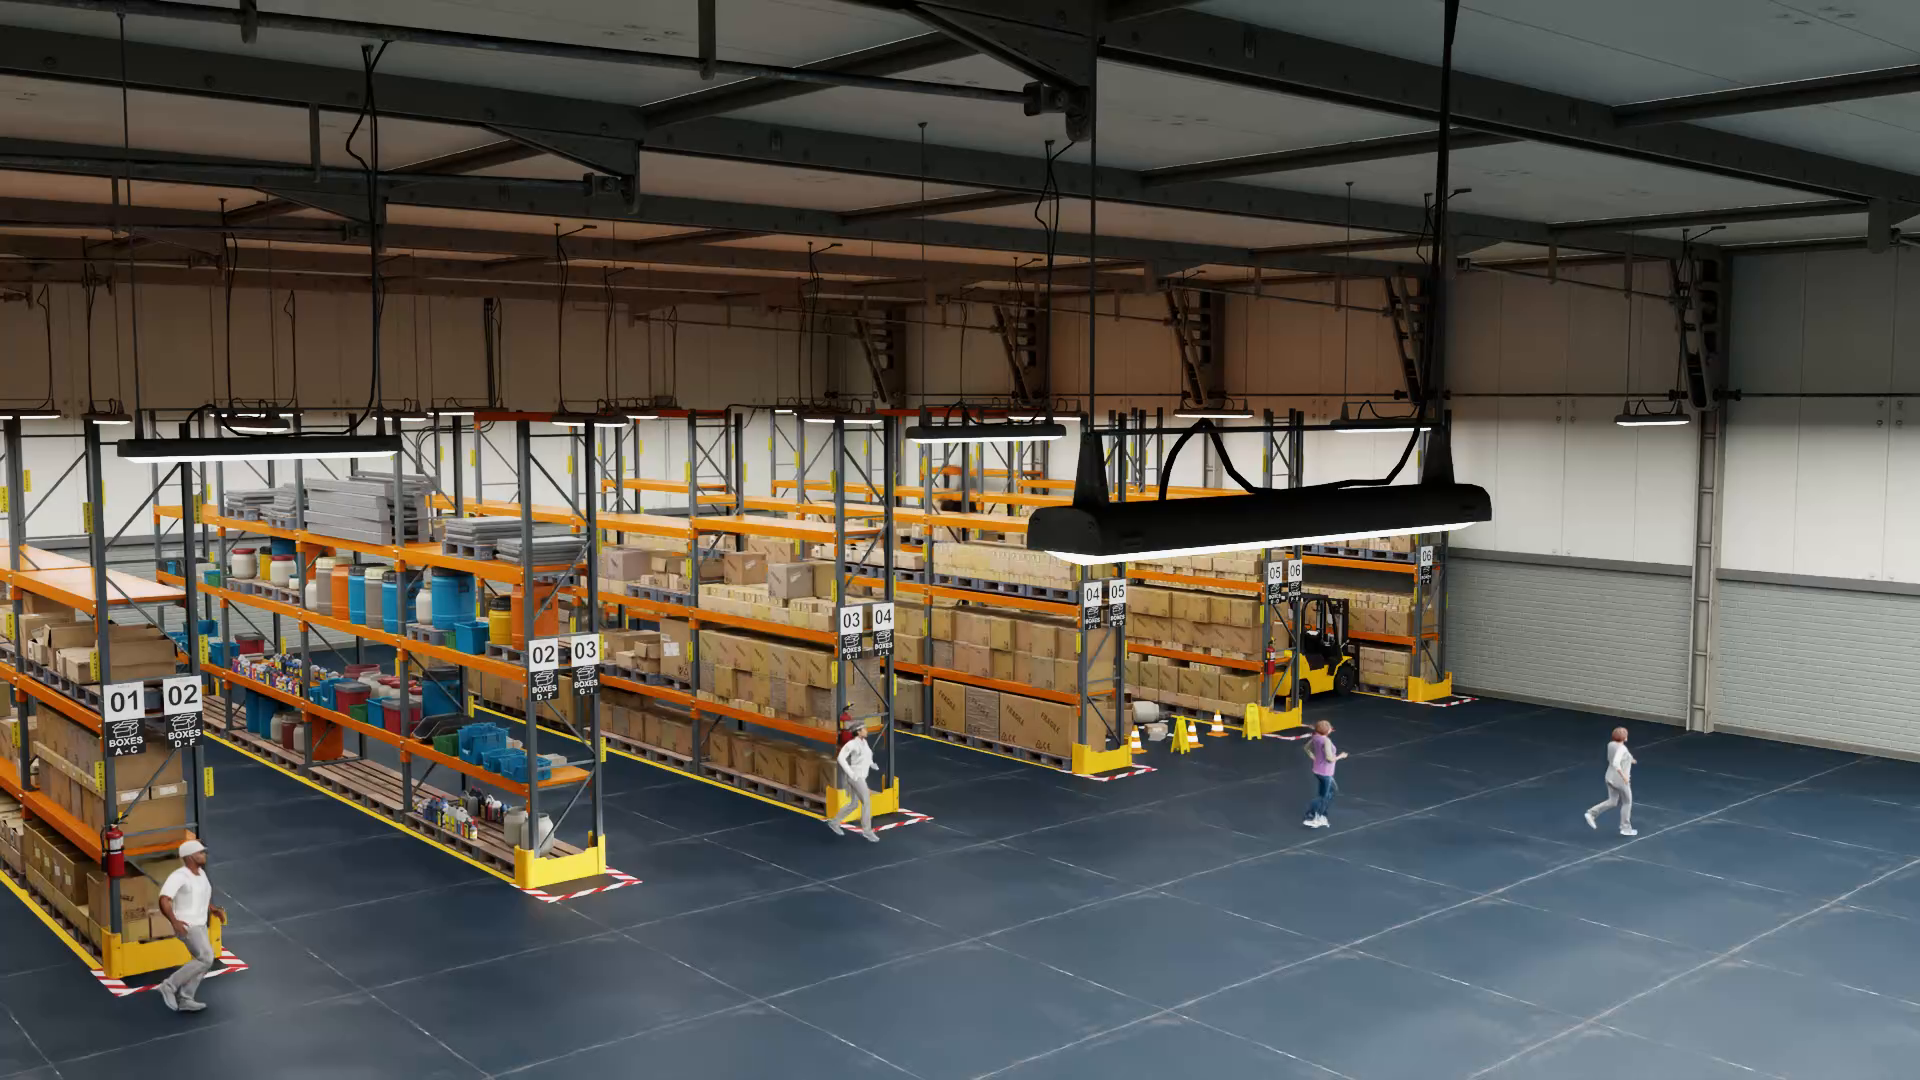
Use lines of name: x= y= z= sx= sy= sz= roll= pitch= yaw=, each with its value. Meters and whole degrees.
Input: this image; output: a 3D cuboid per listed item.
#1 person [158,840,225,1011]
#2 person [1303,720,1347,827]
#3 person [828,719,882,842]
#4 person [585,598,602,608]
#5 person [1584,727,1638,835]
person: x=-7.940 y=3.972 z=17.213 sx=0.557 sy=1.712 sz=0.734 roll=-1 pitch=5 yaw=-7
person: x=5.309 y=3.410 z=24.201 sx=0.639 sy=1.608 sz=0.517 roll=-1 pitch=5 yaw=-6
person: x=-1.470 y=3.416 z=23.750 sx=0.802 sy=1.704 sz=0.609 roll=1 pitch=5 yaw=11
person: x=-9.055 y=1.929 z=40.934 sx=0.679 sy=1.627 sz=0.643 roll=-5 pitch=7 yaw=-45
person: x=9.346 y=3.449 z=23.748 sx=0.804 sy=1.569 sz=0.538 roll=-1 pitch=5 yaw=-8
